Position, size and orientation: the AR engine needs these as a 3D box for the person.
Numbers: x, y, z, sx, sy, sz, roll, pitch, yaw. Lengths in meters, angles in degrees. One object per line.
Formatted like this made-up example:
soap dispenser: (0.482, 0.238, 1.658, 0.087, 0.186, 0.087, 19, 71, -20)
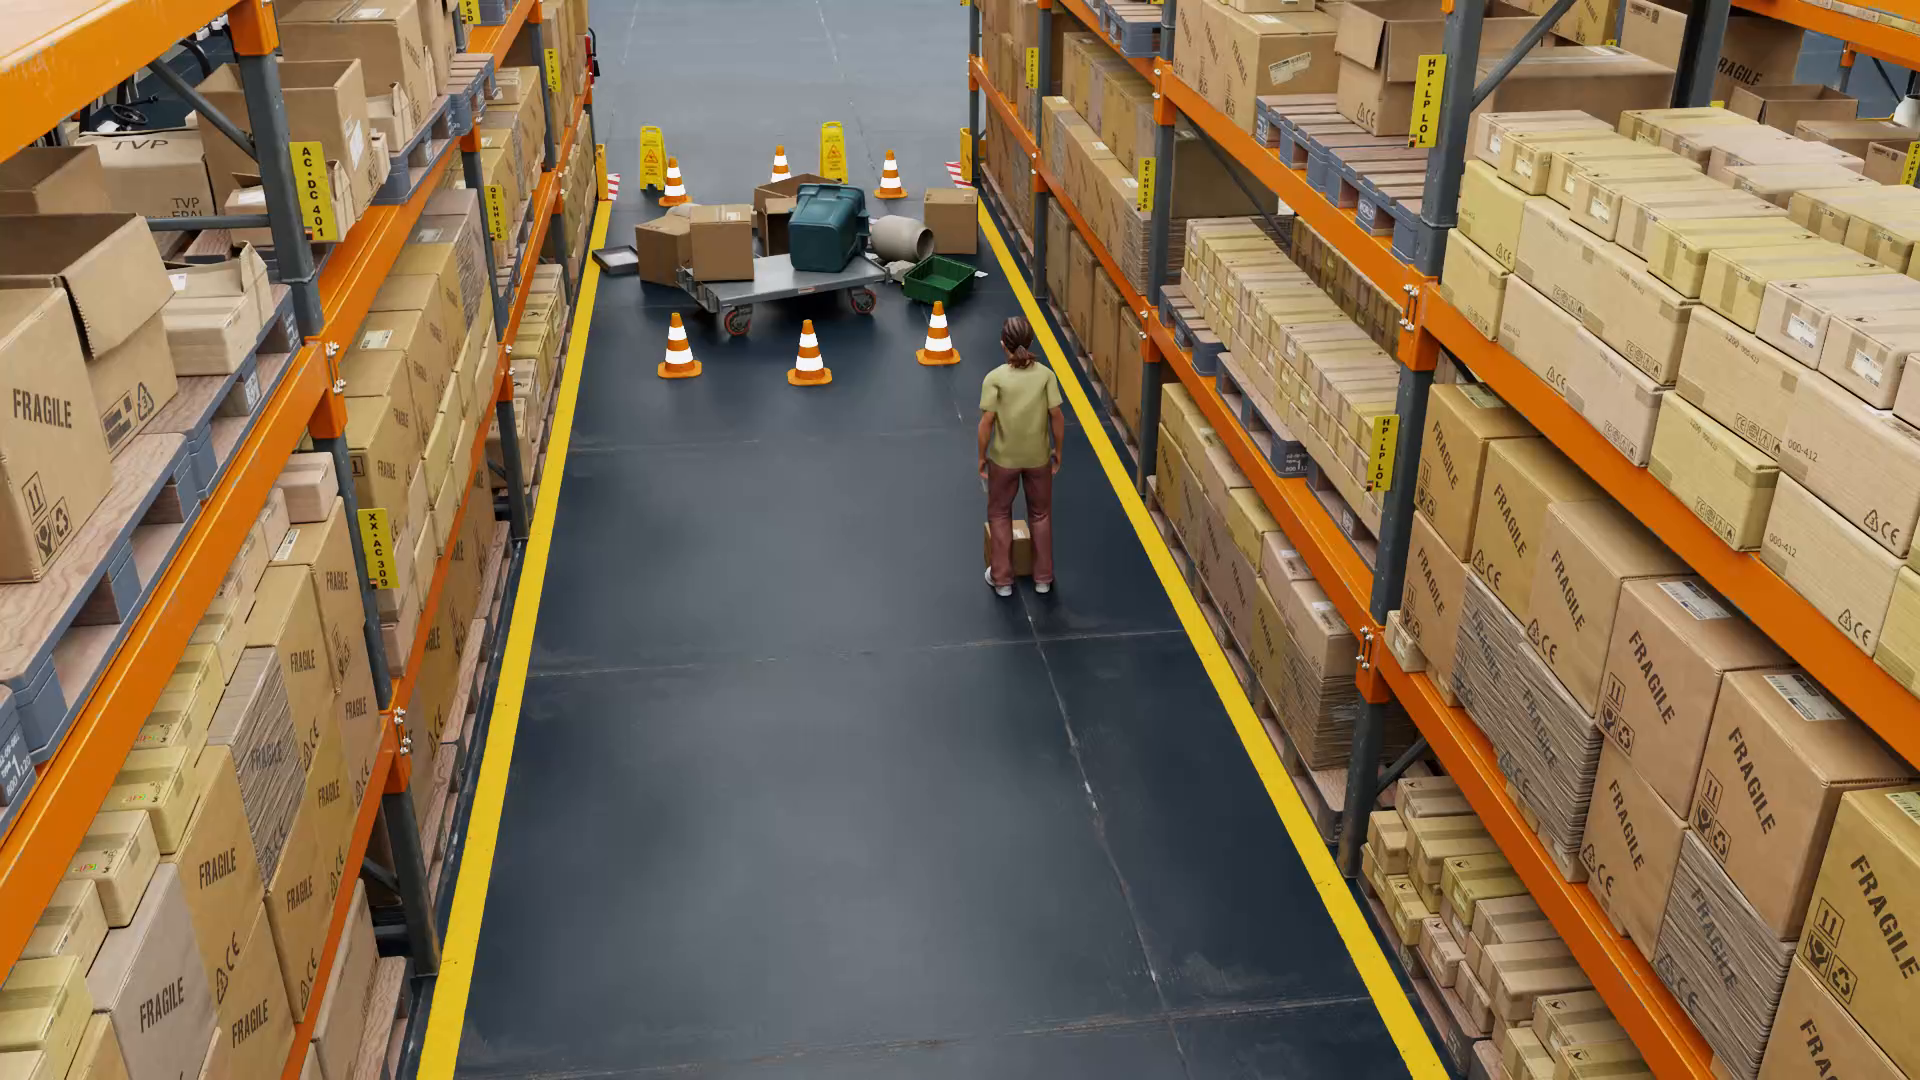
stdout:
person: (0.338, -0.467, 9.527, 0.496, 1.672, 0.359, -4, 28, -8)
